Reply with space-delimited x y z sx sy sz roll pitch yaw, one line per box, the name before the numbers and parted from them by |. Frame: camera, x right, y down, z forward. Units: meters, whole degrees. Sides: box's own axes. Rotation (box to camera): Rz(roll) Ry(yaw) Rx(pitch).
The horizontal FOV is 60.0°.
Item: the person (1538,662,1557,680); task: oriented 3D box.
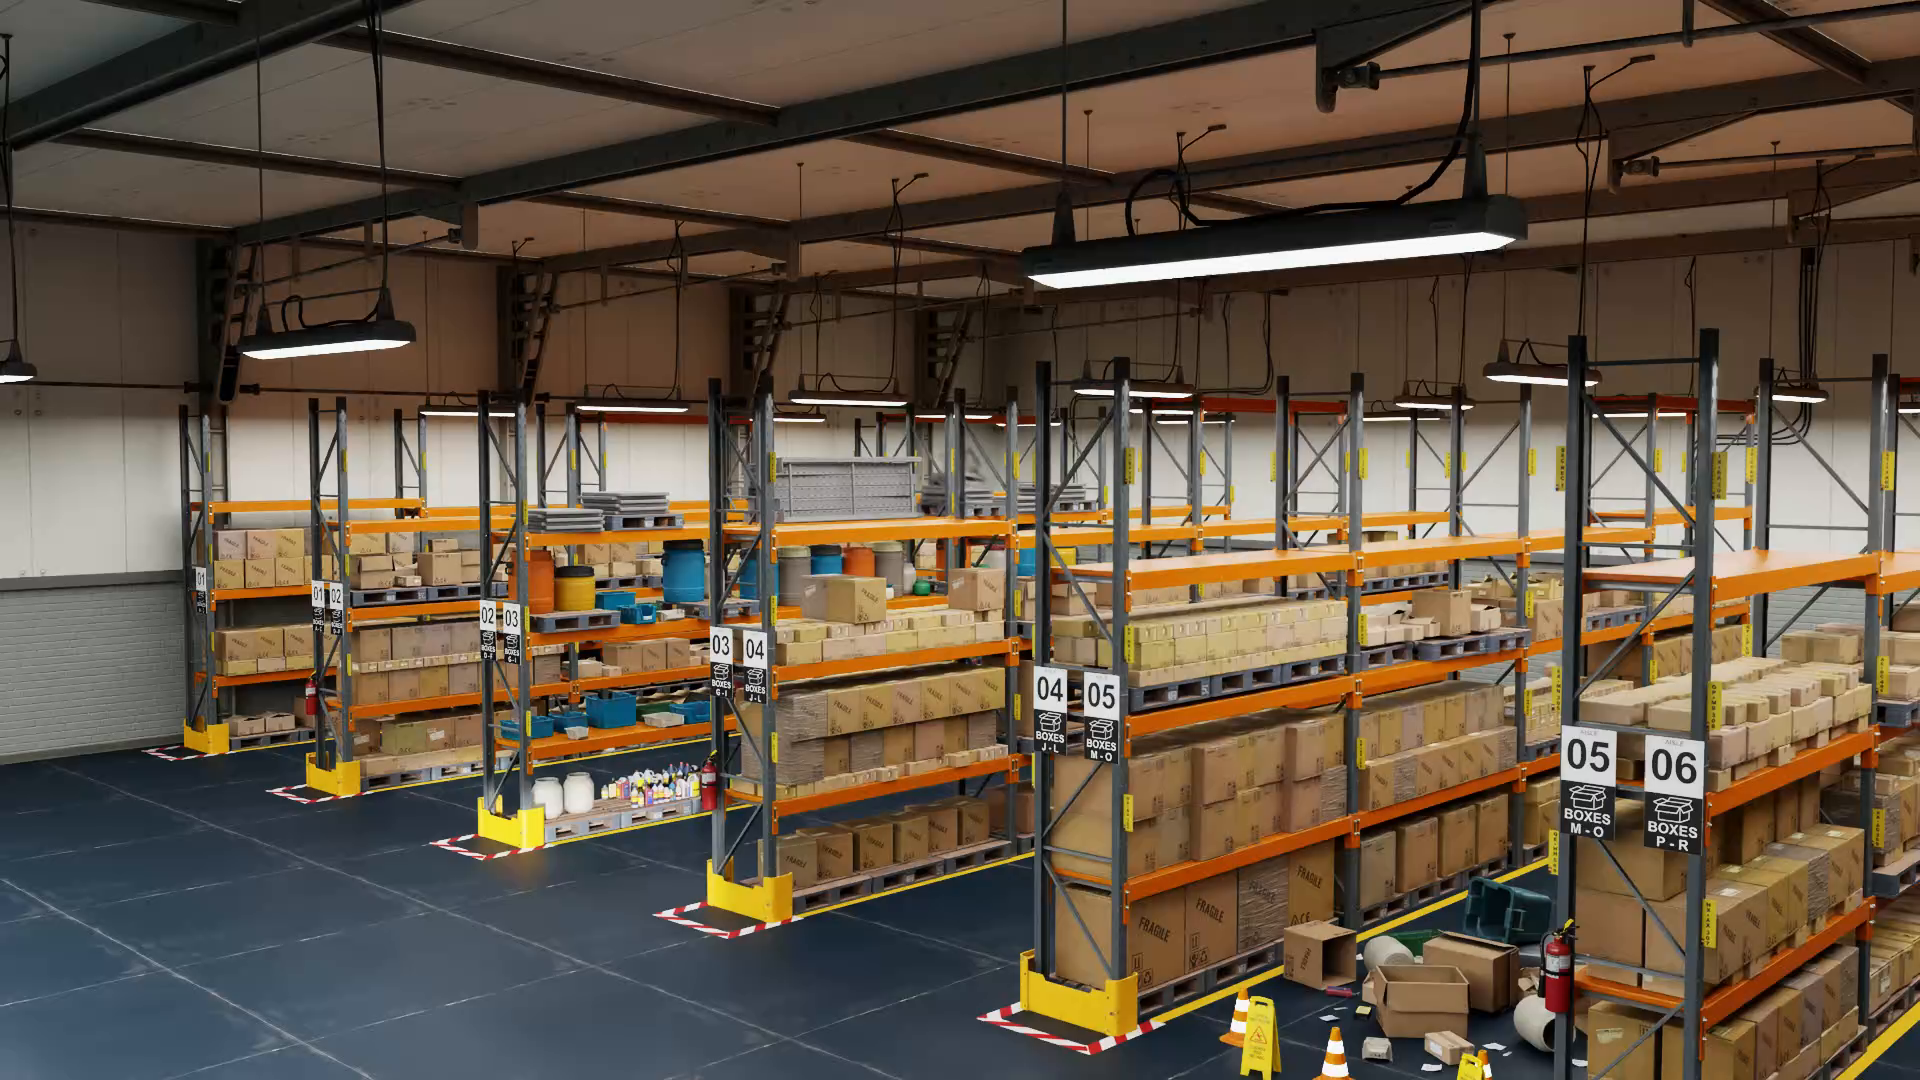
person | 9.547 2.876 26.711 0.945 1.840 0.731 -2 4 -35
